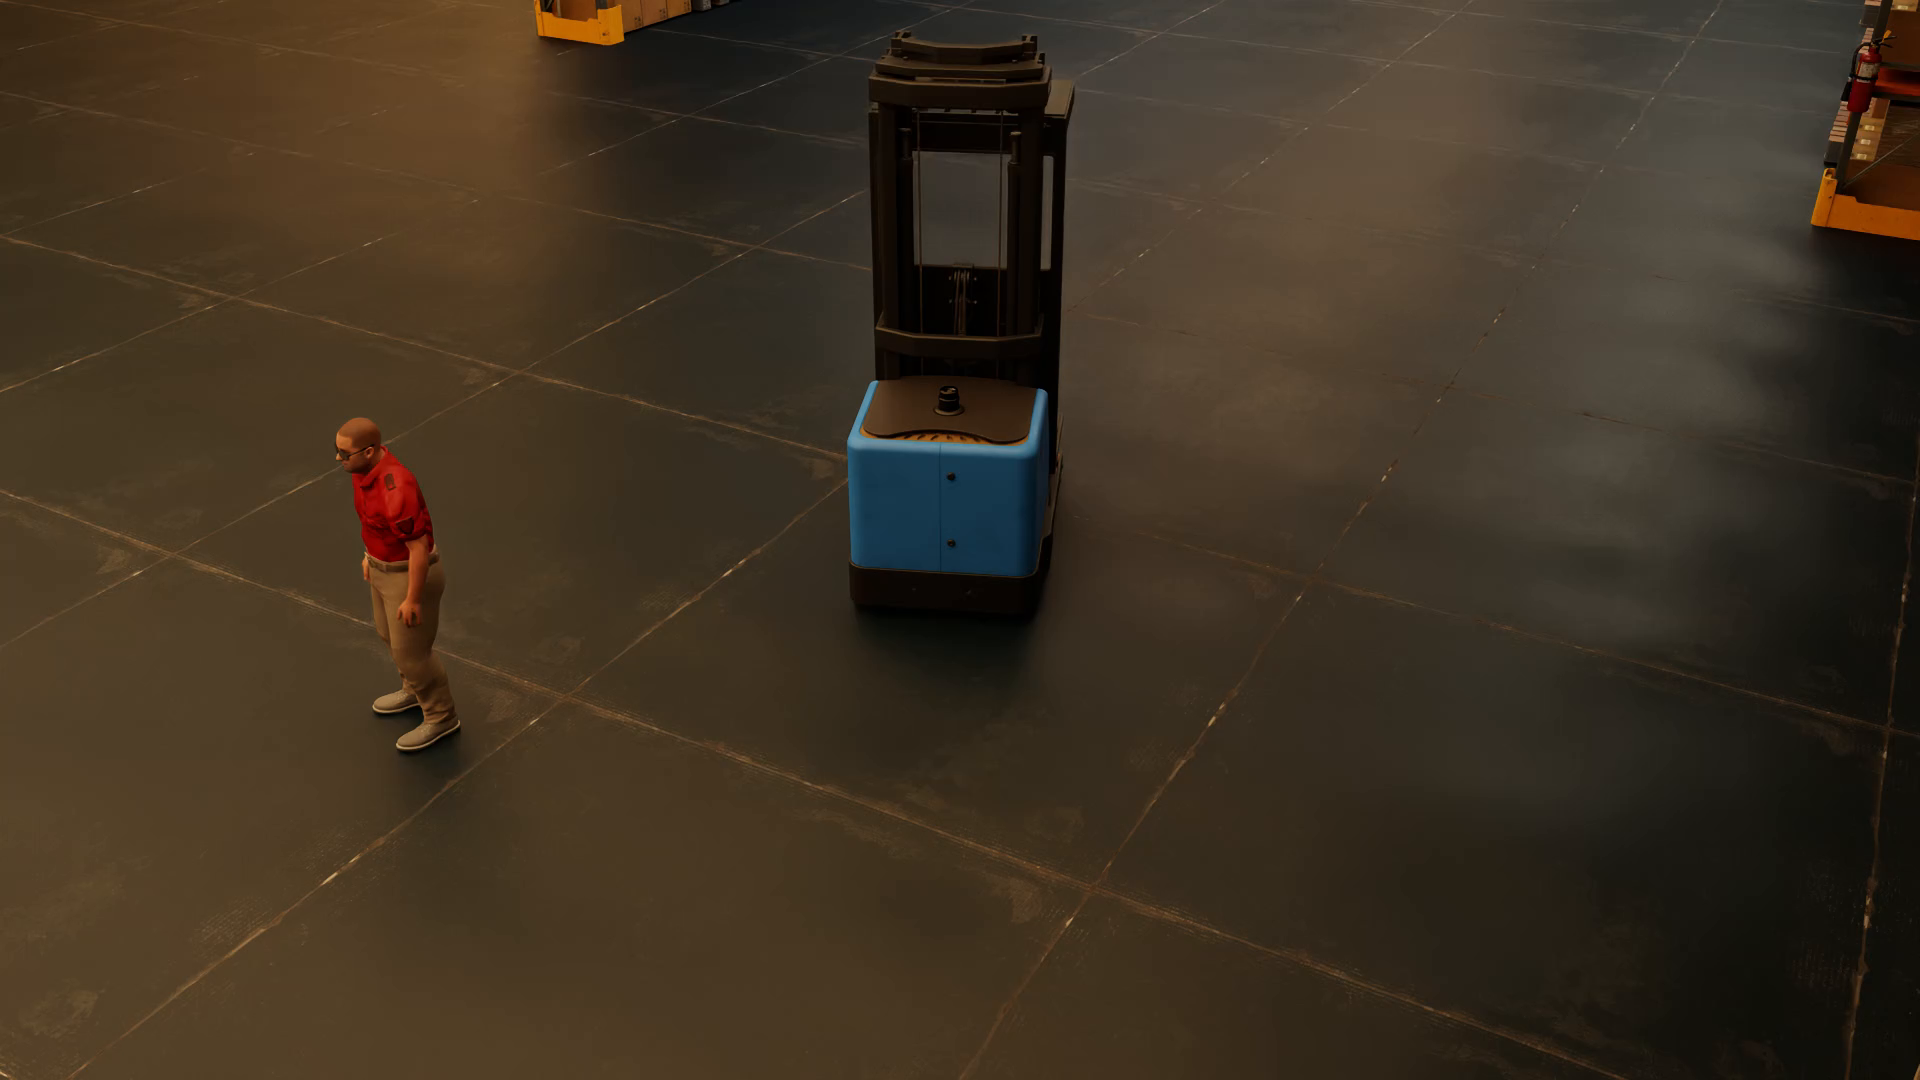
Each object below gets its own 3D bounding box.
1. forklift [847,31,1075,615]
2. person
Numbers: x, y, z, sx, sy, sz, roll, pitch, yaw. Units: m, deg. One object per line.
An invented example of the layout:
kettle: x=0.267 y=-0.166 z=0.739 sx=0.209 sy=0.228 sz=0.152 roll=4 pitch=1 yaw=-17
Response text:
forklift: x=0.072 y=-1.572 z=9.794 sx=1.130 sy=2.935 sz=3.031 roll=3 pitch=30 yaw=6
person: x=-2.692 y=0.180 z=7.961 sx=0.391 sy=1.728 sz=0.606 roll=-20 pitch=35 yaw=-30
